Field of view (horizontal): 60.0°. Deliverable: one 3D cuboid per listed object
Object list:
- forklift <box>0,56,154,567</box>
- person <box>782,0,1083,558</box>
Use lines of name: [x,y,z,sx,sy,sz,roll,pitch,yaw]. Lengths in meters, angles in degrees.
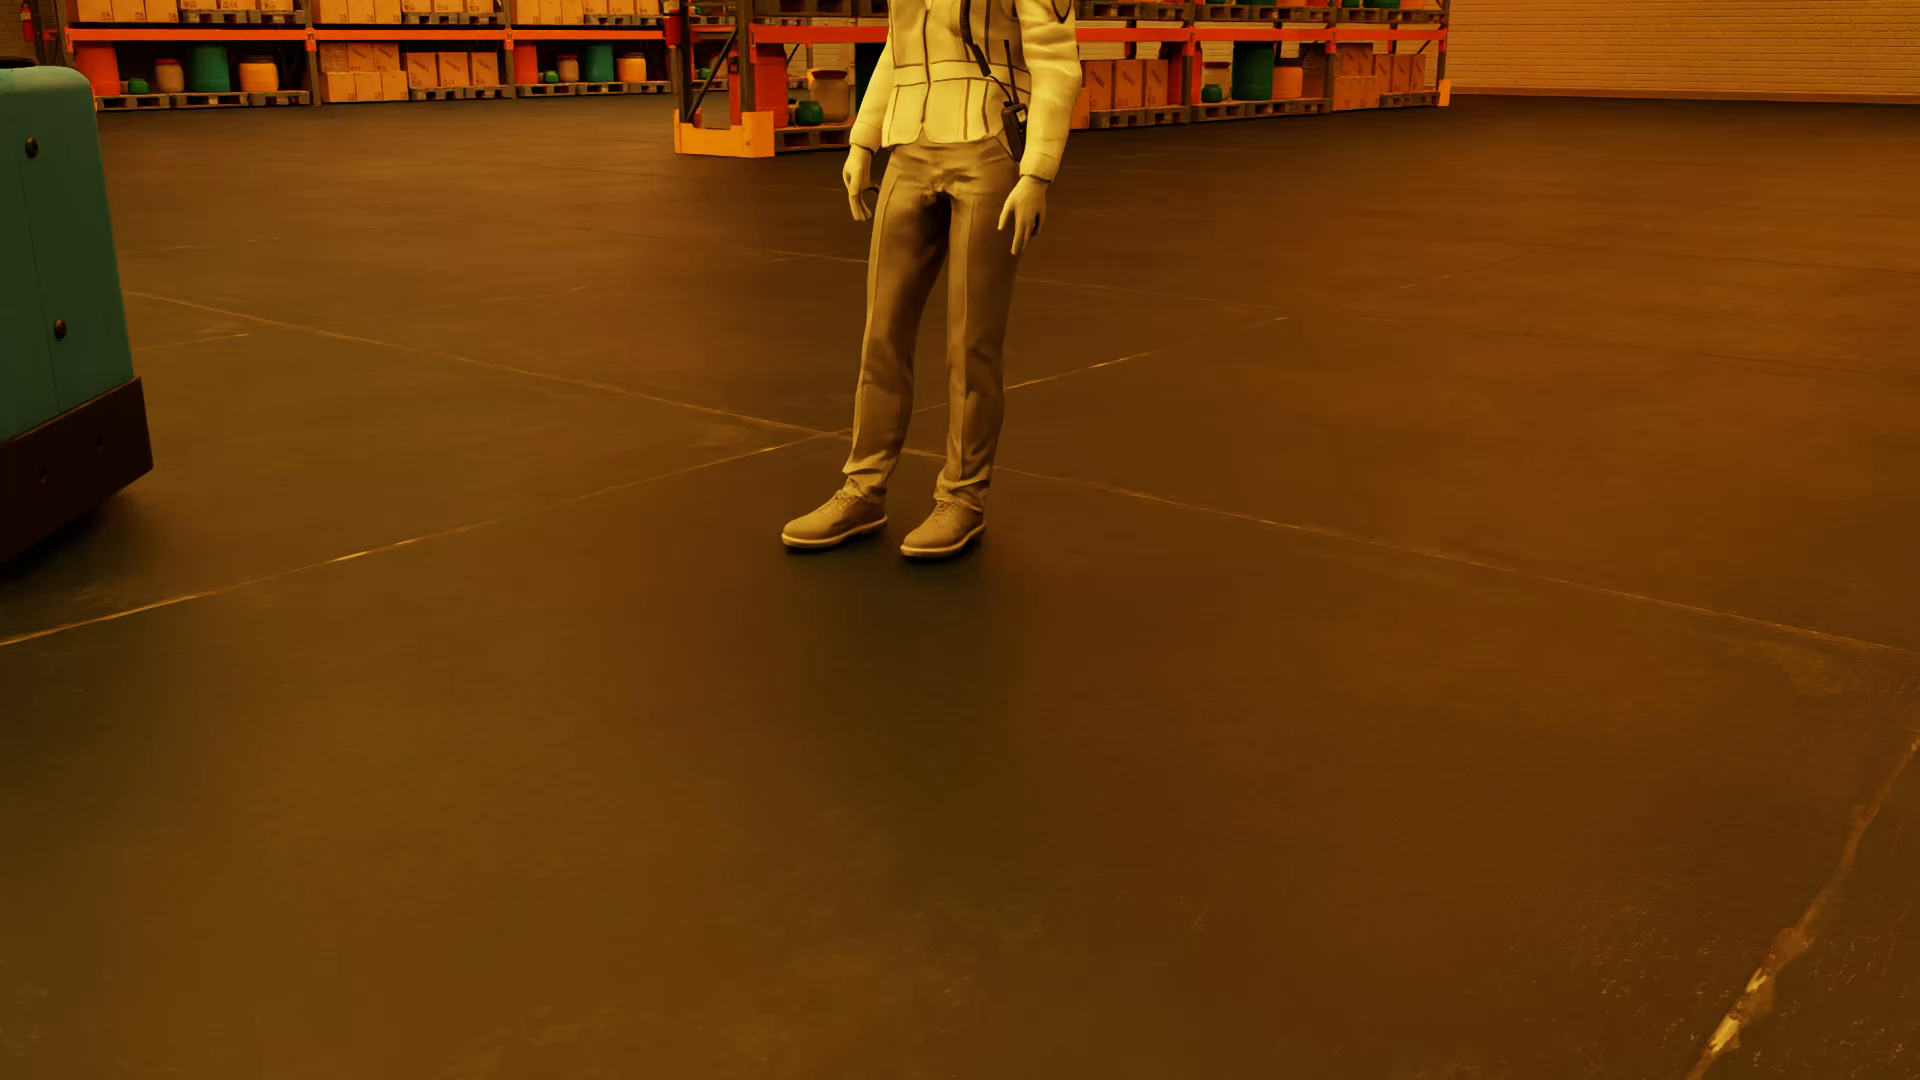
forklift: [-3.563,-1.358,3.371,3.031,2.935,1.130,-1,17,-4]
person: [-0.049,-0.804,3.648,0.586,1.694,0.531,13,21,37]
